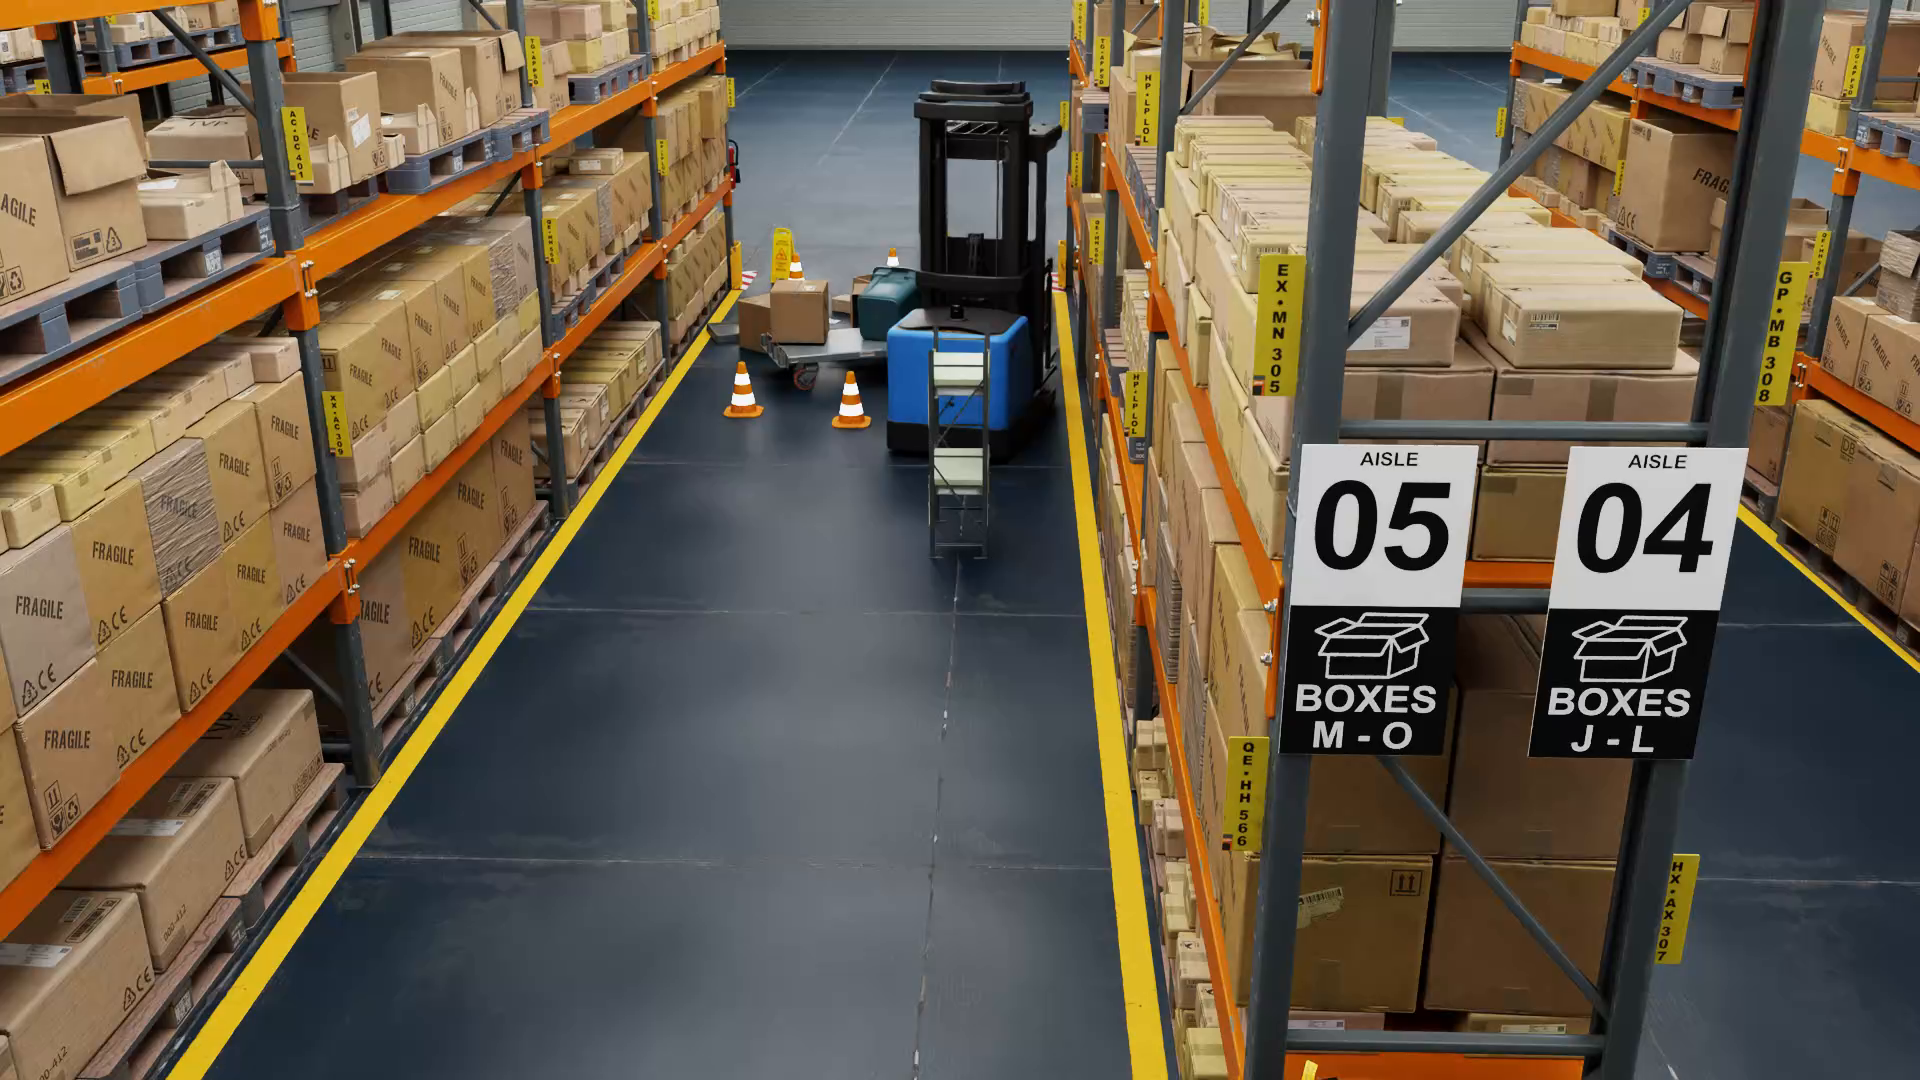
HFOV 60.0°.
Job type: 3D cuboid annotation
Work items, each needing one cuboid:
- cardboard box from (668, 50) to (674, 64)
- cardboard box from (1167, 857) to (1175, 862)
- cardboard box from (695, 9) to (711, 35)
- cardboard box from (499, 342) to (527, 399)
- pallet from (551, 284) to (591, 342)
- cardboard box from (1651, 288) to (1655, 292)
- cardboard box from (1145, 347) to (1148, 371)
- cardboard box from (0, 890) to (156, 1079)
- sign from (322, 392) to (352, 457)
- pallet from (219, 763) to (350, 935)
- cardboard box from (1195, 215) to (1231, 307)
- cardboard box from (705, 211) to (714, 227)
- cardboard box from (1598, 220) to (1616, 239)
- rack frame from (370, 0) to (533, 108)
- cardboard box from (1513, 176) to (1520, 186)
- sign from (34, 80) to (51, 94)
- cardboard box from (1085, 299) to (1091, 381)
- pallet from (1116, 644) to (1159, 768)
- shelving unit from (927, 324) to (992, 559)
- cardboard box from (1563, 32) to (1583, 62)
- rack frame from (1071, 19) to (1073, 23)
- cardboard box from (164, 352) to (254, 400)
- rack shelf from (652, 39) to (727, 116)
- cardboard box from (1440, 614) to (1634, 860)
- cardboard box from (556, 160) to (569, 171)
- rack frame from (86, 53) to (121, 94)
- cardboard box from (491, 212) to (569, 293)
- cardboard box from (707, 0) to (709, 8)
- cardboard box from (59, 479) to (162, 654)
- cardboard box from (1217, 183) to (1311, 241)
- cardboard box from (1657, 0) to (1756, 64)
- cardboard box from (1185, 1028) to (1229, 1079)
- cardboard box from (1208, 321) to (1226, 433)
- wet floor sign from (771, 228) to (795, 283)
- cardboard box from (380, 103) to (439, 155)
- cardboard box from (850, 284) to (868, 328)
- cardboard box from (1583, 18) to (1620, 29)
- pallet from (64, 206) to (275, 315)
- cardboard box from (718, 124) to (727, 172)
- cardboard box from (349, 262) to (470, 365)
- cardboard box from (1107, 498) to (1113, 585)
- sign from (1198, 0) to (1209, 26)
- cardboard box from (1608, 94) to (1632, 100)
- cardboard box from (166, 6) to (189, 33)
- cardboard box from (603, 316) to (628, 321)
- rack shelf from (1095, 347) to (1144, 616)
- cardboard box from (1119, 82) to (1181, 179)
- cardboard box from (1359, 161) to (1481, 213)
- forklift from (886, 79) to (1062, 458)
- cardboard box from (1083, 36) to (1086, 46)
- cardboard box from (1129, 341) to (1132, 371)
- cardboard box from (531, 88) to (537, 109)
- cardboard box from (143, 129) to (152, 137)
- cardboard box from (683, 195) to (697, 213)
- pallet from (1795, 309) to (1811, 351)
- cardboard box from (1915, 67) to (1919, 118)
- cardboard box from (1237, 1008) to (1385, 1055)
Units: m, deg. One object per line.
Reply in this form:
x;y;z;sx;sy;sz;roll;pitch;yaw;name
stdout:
-3.031;-4.777;16.394;0.380;0.149;0.250;0;21;0;cardboard box
1.141;1.437;7.540;0.380;0.149;0.250;0;21;1;cardboard box
-2.967;-5.558;17.856;0.500;0.250;0.500;0;21;1;cardboard box
-3.190;-1.127;10.995;0.500;0.250;0.500;1;21;3;cardboard box
-3.519;-1.737;12.625;1.213;0.211;1.003;1;21;2;pallet
6.655;-2.287;16.651;0.500;0.500;0.500;8;22;19;cardboard box
1.248;-0.981;9.356;0.380;0.149;0.250;0;21;0;cardboard box
-3.738;1.753;6.327;0.875;0.438;0.875;1;21;3;cardboard box
-3.001;-0.557;8.011;0.100;0.325;0.005;1;21;2;sign
-3.657;1.452;7.994;1.003;0.211;1.213;1;21;2;pallet
1.092;-0.941;5.677;0.500;0.250;0.500;0;21;-1;cardboard box
-2.910;-3.510;18.215;0.380;0.149;0.250;1;21;3;cardboard box
6.322;-2.959;15.857;0.380;0.149;0.250;1;21;2;cardboard box
-3.434;-4.365;10.838;1.000;3.000;0.127;1;21;2;rack frame
6.441;-4.044;18.651;0.380;0.149;0.250;1;21;2;cardboard box
-4.099;-1.910;7.509;0.100;0.325;0.005;1;21;2;sign
1.709;-1.918;15.355;1.050;0.750;0.750;1;21;1;cardboard box
1.417;0.915;9.380;1.003;0.211;1.213;1;21;2;pallet
0.000;-0.702;11.764;0.431;1.500;0.755;1;21;2;shelving unit
6.402;-4.955;16.713;0.500;0.250;0.500;1;21;3;cardboard box
1.760;-7.239;18.247;1.000;3.000;0.127;1;21;2;rack frame
-3.364;-0.728;7.341;0.380;0.149;0.250;1;21;3;cardboard box
-3.252;-4.800;17.102;1.077;0.370;4.000;1;21;2;rack shelf
1.552;0.532;4.580;0.500;0.500;0.500;1;21;1;cardboard box
-3.628;-3.048;14.607;0.500;0.500;0.500;1;21;2;cardboard box
-8.274;-3.068;15.788;1.000;3.000;0.127;1;21;2;rack frame
-3.189;-2.109;12.188;0.500;0.500;0.500;0;21;0;cardboard box
-2.953;-5.895;18.174;0.380;0.149;0.250;1;21;3;cardboard box
-3.348;0.088;6.135;0.500;0.500;0.500;1;21;2;cardboard box
1.058;-1.085;5.496;0.380;0.149;0.250;0;21;0;cardboard box
6.479;-4.379;14.297;0.797;0.503;0.637;0;21;-1;cardboard box
0.982;1.819;5.732;0.380;0.149;0.250;0;21;0;cardboard box
1.059;-0.517;5.276;0.500;0.250;0.500;2;21;4;cardboard box
-2.116;-3.420;19.951;0.267;0.644;0.232;8;23;20;wet floor sign
-3.151;-2.310;9.294;0.396;0.266;0.258;2;21;6;cardboard box
-0.734;-2.359;17.225;0.797;0.637;0.503;1;21;2;cardboard box
6.445;-5.113;16.570;0.380;0.149;0.250;0;21;0;cardboard box
-3.591;-1.183;6.907;1.003;0.211;1.213;1;21;2;pallet
-2.932;-4.447;18.793;0.500;0.500;0.500;0;21;1;cardboard box
-3.240;-1.343;9.823;0.500;0.500;0.500;0;21;1;cardboard box
1.217;0.040;10.654;0.500;0.500;0.500;0;21;0;cardboard box
2.181;-4.780;14.905;0.100;0.325;0.005;1;21;2;sign
6.894;-4.259;16.927;0.500;0.500;0.500;1;21;2;cardboard box
-7.926;-5.179;16.550;0.396;0.266;0.258;0;21;0;cardboard box
-3.563;-2.145;16.631;0.500;0.250;0.500;2;21;4;cardboard box
1.456;-0.492;10.144;1.077;0.370;4.000;1;21;2;rack shelf
1.215;-2.430;9.860;0.500;0.500;0.500;1;21;2;cardboard box
1.645;-1.267;5.967;0.380;0.149;0.250;0;21;1;cardboard box
0.251;-2.536;14.513;1.130;2.935;3.031;5;22;13;forklift
1.330;-4.655;15.362;0.380;0.149;0.250;1;21;1;cardboard box
1.278;-1.177;10.682;0.380;0.149;0.250;2;21;4;cardboard box
-3.247;-3.108;11.932;0.396;0.266;0.258;1;21;2;cardboard box
-8.495;-4.137;17.097;0.380;0.149;0.250;0;21;1;cardboard box
-2.934;-3.470;17.172;0.380;0.149;0.250;1;21;2;cardboard box
6.386;-1.628;12.344;1.213;0.211;1.003;1;21;2;pallet
6.524;-2.880;10.435;0.797;0.503;0.637;2;21;5;cardboard box
1.000;1.339;4.780;0.380;0.149;0.250;1;21;2;cardboard box
